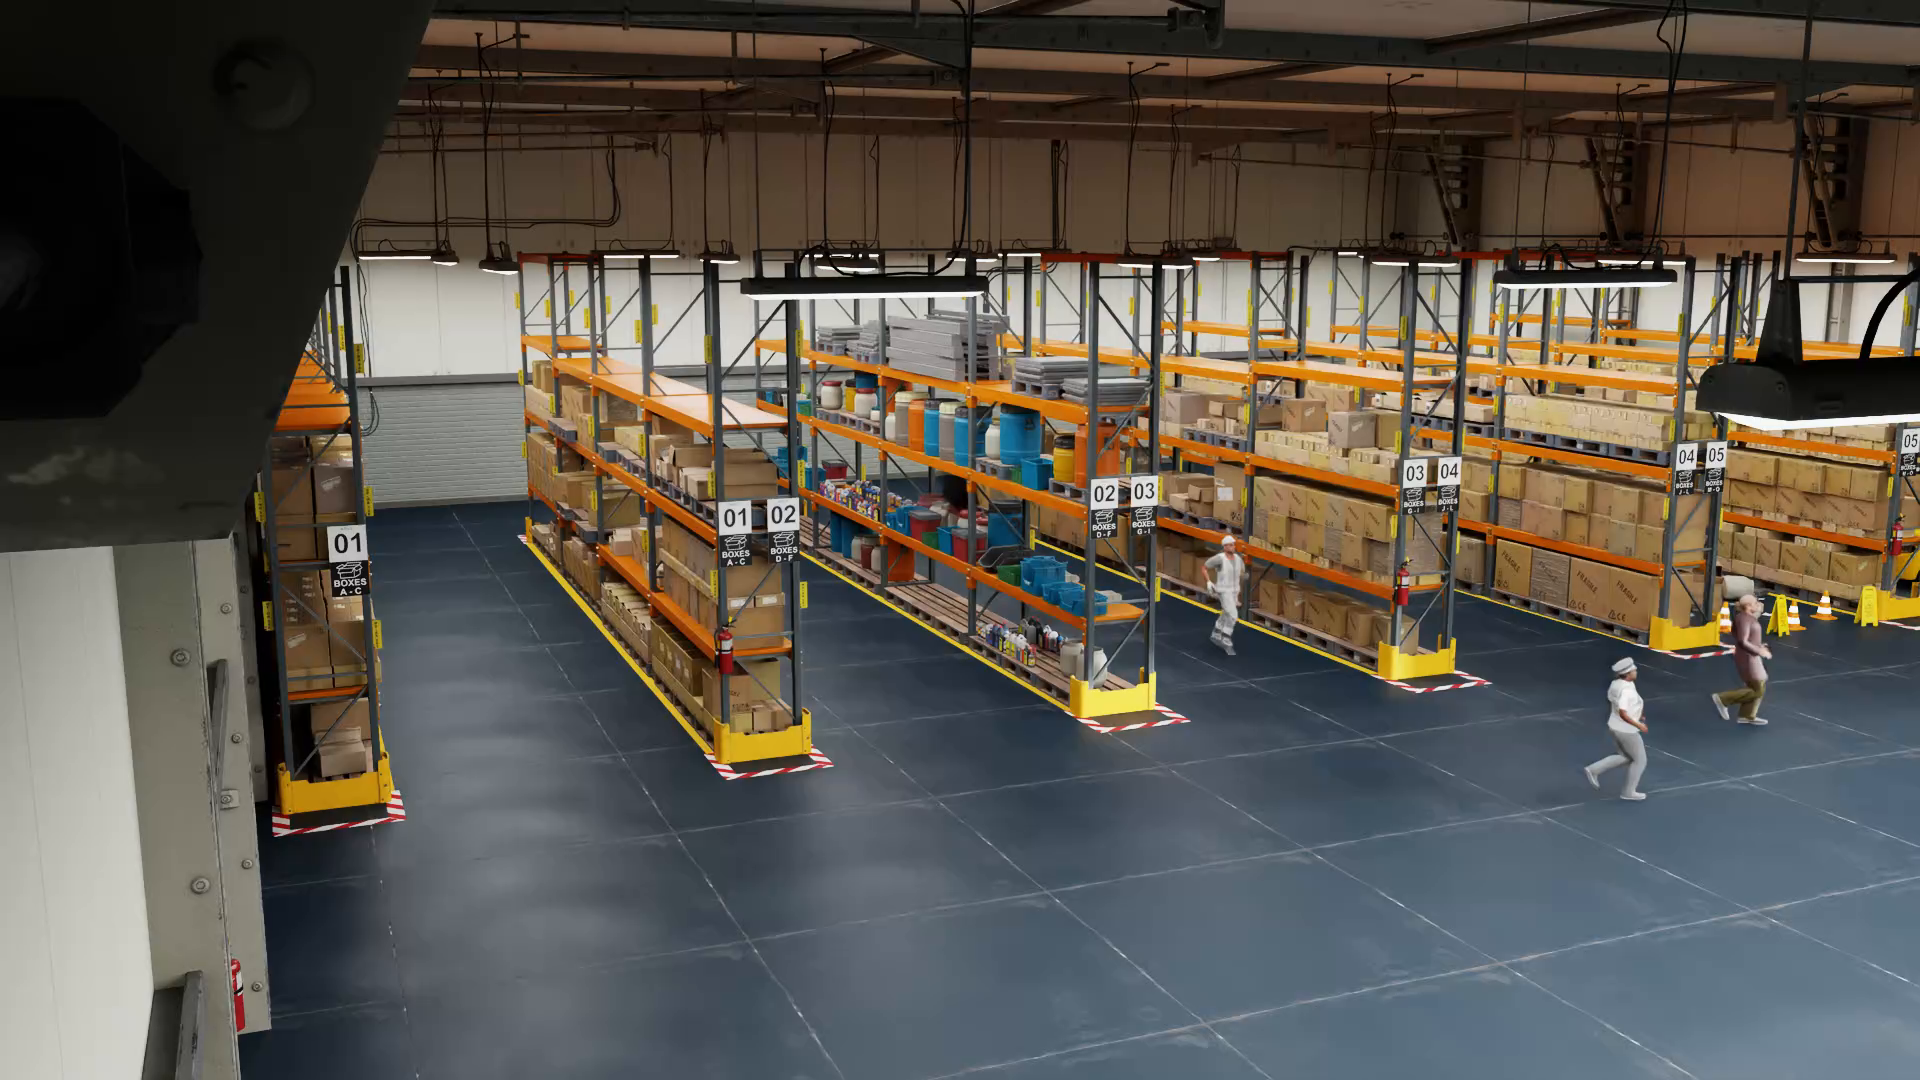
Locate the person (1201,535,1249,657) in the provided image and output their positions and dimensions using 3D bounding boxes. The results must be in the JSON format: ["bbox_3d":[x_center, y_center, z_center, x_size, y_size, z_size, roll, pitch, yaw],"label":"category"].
[{"bbox_3d":[4.094,0.845,25.452,0.643,1.846,0.774,-8,13,-37],"label":"person"}]

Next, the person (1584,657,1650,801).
[{"bbox_3d":[7.476,2.132,18.780,0.658,1.654,0.579,0,10,1],"label":"person"}]

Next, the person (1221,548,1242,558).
[{"bbox_3d":[5.249,-0.246,31.770,0.642,1.697,0.736,-5,11,-25],"label":"person"}]

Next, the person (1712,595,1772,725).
[{"bbox_3d":[10.227,1.560,21.699,0.707,1.727,0.713,3,11,18],"label":"person"}]
